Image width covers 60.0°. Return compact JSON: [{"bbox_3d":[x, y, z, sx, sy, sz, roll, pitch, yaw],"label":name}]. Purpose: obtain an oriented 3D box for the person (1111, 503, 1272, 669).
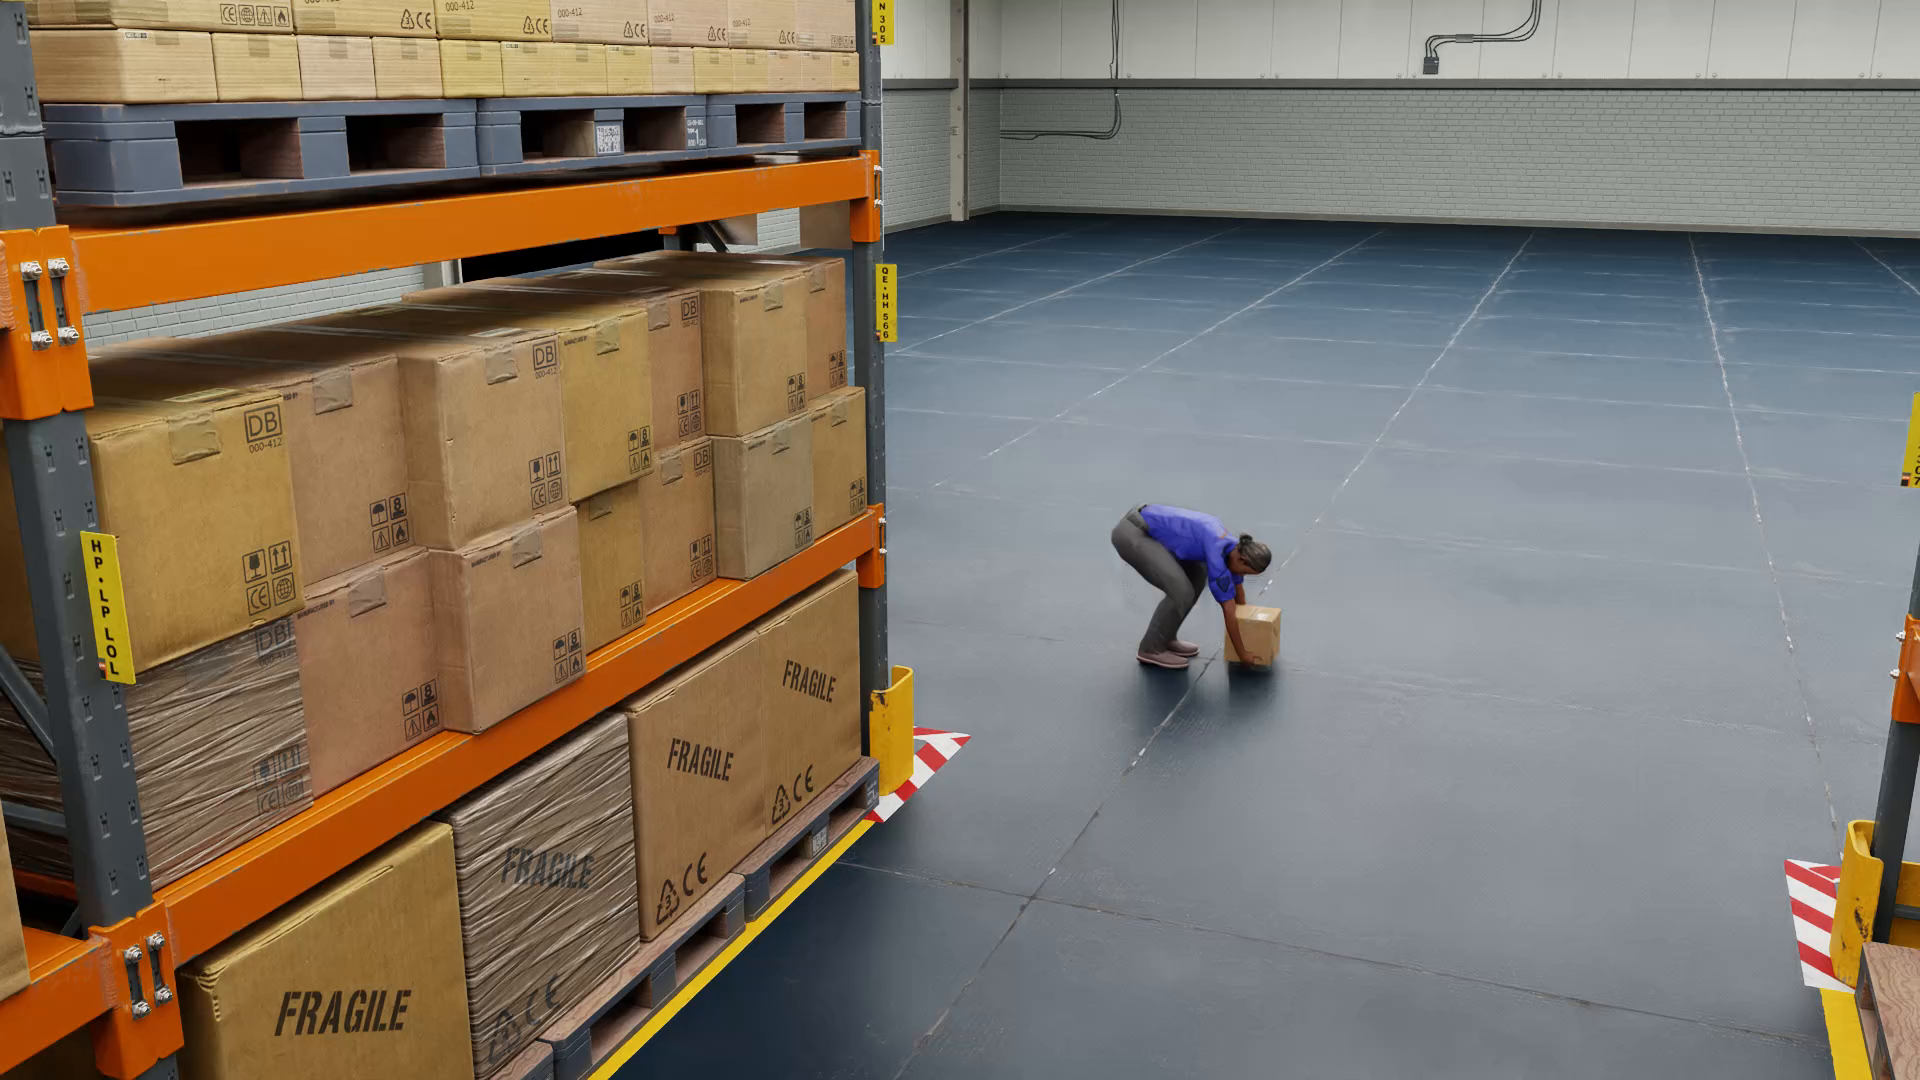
[{"bbox_3d":[1.270,0.252,9.090,0.882,0.876,0.443,5,16,18],"label":"person"}]
